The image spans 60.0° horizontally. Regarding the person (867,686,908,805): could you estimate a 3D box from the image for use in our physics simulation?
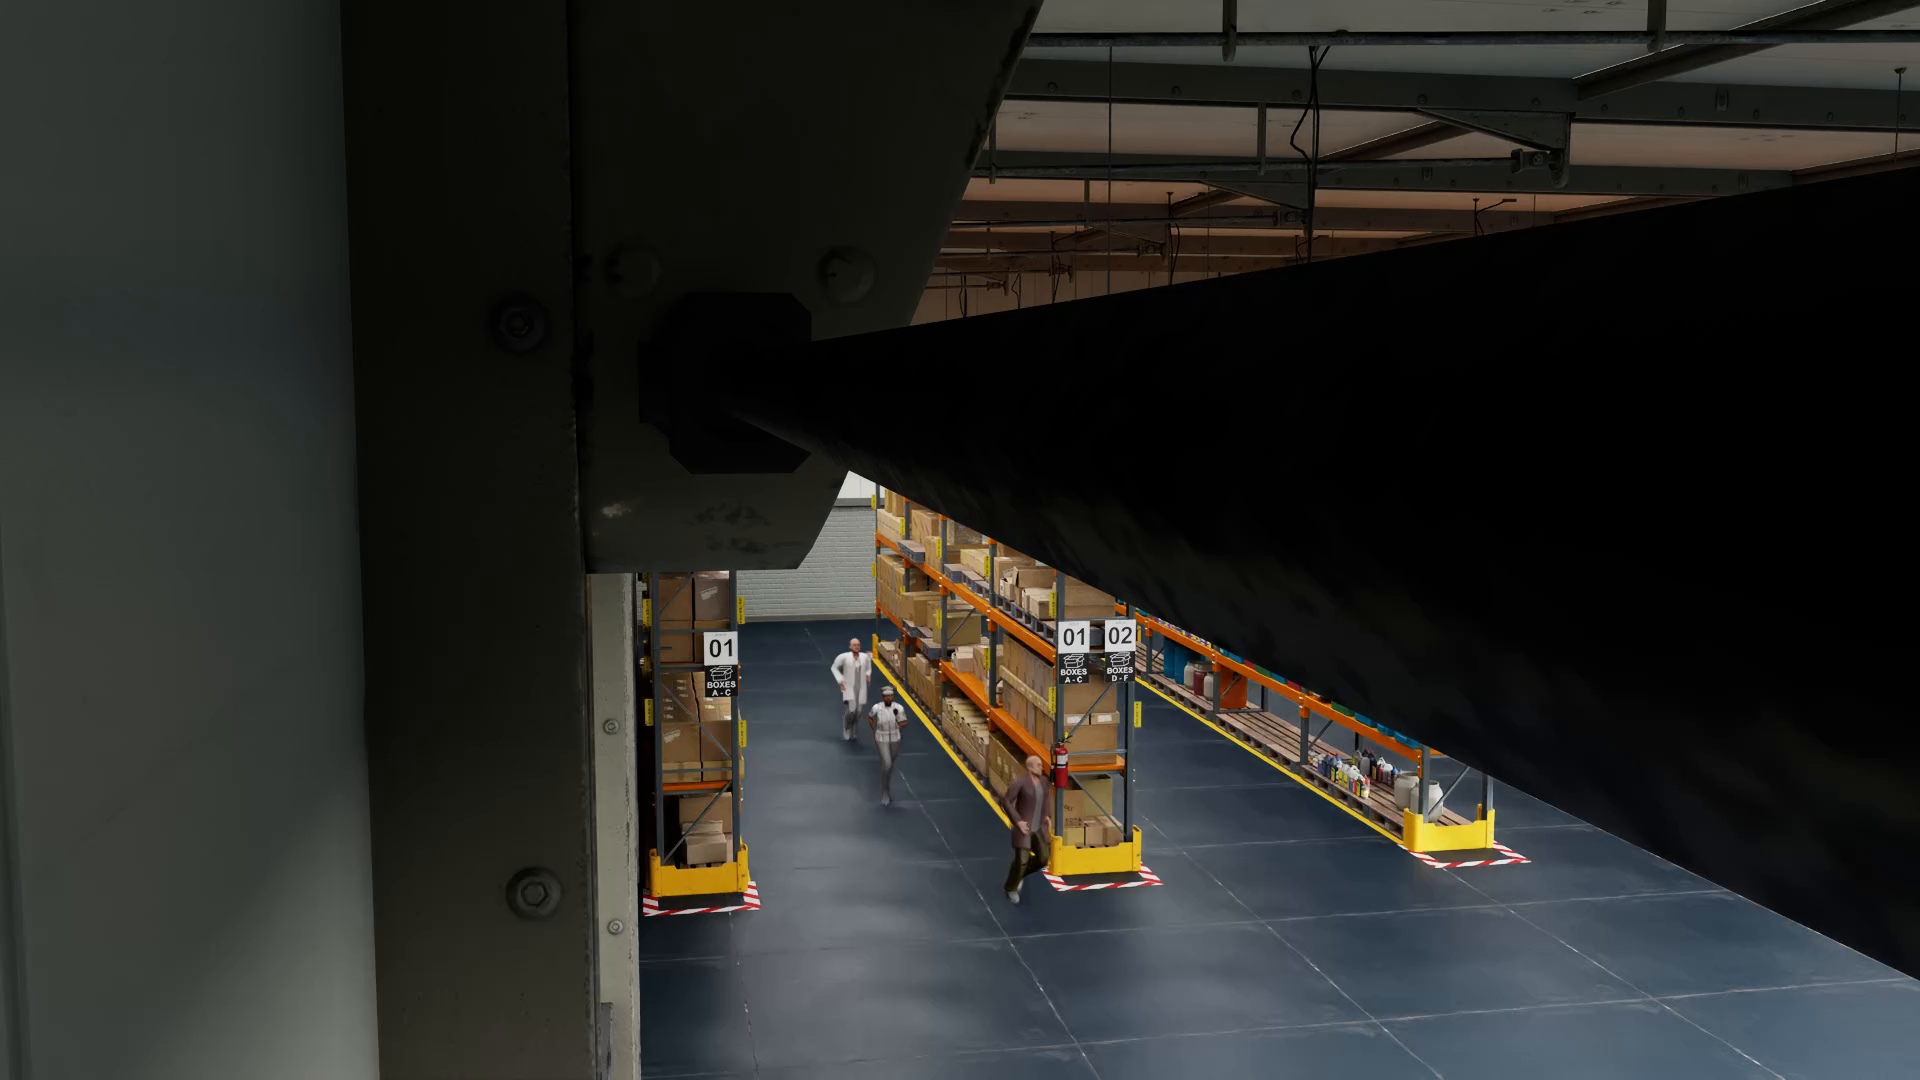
[{"bbox_3d":[-1.043,2.997,24.480,0.546,1.766,0.755,-2,6,-18],"label":"person"}]

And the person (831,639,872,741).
[{"bbox_3d":[-1.789,2.552,28.270,0.680,1.750,0.696,-3,6,-23],"label":"person"}]

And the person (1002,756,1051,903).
[{"bbox_3d":[0.854,3.442,19.924,0.770,1.717,0.561,-4,7,-35],"label":"person"}]
